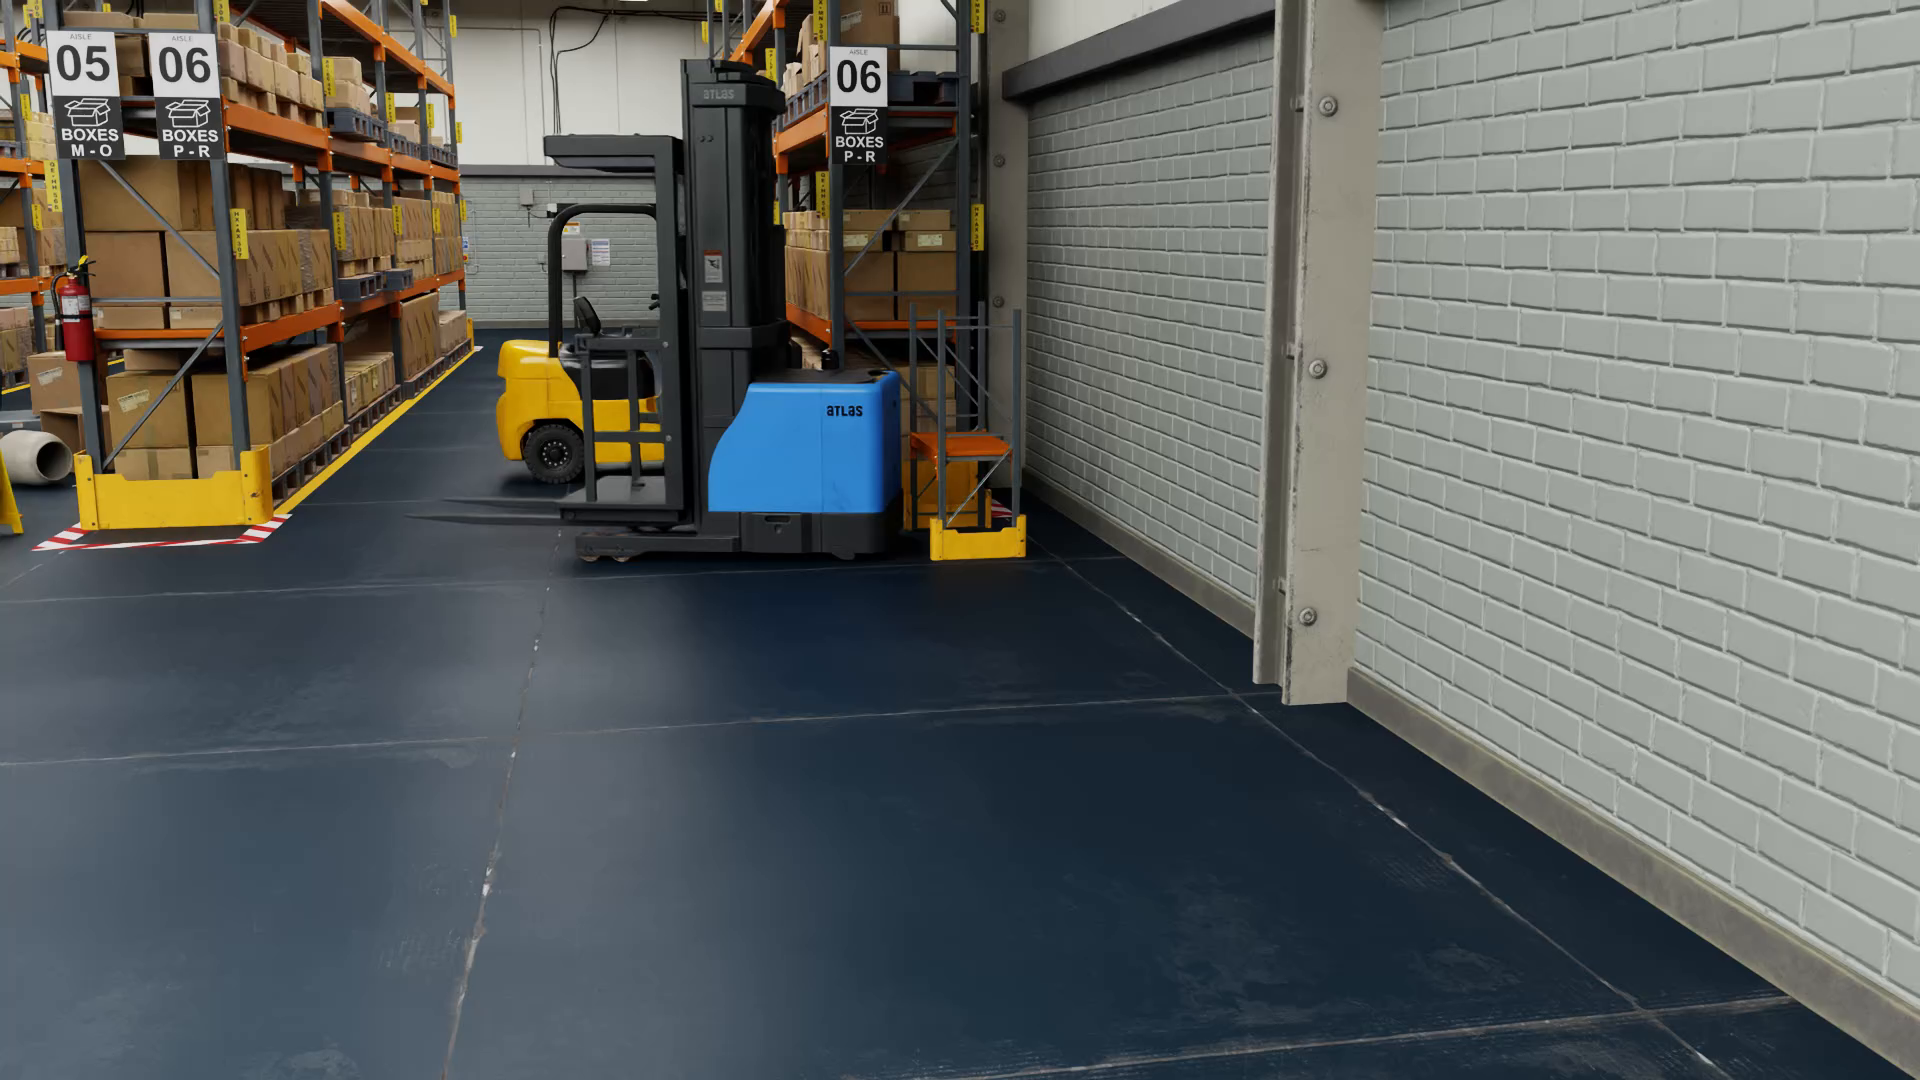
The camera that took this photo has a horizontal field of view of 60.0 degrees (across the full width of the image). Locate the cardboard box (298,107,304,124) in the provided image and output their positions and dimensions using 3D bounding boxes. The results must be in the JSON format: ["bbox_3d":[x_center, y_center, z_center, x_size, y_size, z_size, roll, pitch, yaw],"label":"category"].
[{"bbox_3d":[-5.674,-3.517,13.802,0.380,0.149,0.250,-2,11,-10],"label":"cardboard box"}]

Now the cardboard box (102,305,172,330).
[{"bbox_3d":[-5.576,-1.513,11.295,0.380,0.149,0.250,-2,11,-9],"label":"cardboard box"}]

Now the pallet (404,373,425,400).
[{"bbox_3d":[-6.929,-1.820,19.696,1.003,0.211,1.213,-2,11,-11],"label":"pallet"}]

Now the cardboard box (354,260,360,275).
[{"bbox_3d":[-6.048,-2.649,16.140,0.380,0.149,0.250,-2,11,-10],"label":"cardboard box"}]

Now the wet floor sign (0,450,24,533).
[{"bbox_3d":[-6.306,-0.345,10.785,0.267,0.644,0.232,2,11,9],"label":"wet floor sign"}]

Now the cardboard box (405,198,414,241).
[{"bbox_3d":[-6.897,-3.869,20.058,0.500,0.500,0.500,-2,11,-9],"label":"cardboard box"}]

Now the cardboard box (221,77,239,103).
[{"bbox_3d":[-5.039,-2.998,11.077,0.380,0.149,0.250,-2,11,-11],"label":"cardboard box"}]

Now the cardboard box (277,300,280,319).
[{"bbox_3d":[-5.279,-1.714,12.350,0.380,0.149,0.250,-2,11,-10],"label":"cardboard box"}]

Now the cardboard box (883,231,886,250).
[{"bbox_3d":[-0.390,-2.286,12.682,0.380,0.149,0.250,-2,11,-12],"label":"cardboard box"}]

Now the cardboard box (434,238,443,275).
[{"bbox_3d":[-7.462,-3.921,23.008,0.500,0.500,0.500,-2,11,-9],"label":"cardboard box"}]

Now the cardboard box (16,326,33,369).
[{"bbox_3d":[-12.072,-2.430,21.002,0.500,0.500,0.500,-2,11,-12],"label":"cardboard box"}]

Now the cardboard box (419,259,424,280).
[{"bbox_3d":[-7.115,-3.443,21.164,0.500,0.250,0.500,-2,11,-13],"label":"cardboard box"}]

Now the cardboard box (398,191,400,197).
[{"bbox_3d":[-7.983,-4.779,23.105,0.380,0.149,0.250,-2,11,-11],"label":"cardboard box"}]

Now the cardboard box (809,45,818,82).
[{"bbox_3d":[-0.933,-3.607,12.572,0.396,0.266,0.258,-2,11,-11],"label":"cardboard box"}]

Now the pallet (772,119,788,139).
[{"bbox_3d":[-1.387,-4.031,16.343,0.805,0.209,1.217,-3,11,-13],"label":"pallet"}]

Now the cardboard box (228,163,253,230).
[{"bbox_3d":[-5.859,-2.627,12.740,0.700,0.500,0.500,-2,11,-11],"label":"cardboard box"}]

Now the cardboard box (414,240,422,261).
[{"bbox_3d":[-6.975,-3.597,20.636,0.500,0.250,0.500,-2,11,-10],"label":"cardboard box"}]

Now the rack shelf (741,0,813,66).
[{"bbox_3d":[-1.592,-5.254,17.229,1.077,0.370,4.000,-2,11,-11],"label":"rack shelf"}]

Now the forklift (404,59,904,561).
[{"bbox_3d":[-1.910,-1.409,10.259,3.031,2.935,1.130,1,11,5],"label":"forklift"}]

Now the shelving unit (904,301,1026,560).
[{"bbox_3d":[0.015,-0.723,10.483,0.587,1.500,1.083,-2,11,-11],"label":"shelving unit"}]

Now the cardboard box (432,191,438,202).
[{"bbox_3d":[-7.579,-4.842,23.439,0.380,0.149,0.250,-2,11,-11],"label":"cardboard box"}]

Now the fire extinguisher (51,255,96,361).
[{"bbox_3d":[-5.723,-1.500,10.761,0.296,0.674,0.183,-2,11,-11],"label":"fire extinguisher"}]

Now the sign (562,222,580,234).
[{"bbox_3d":[-7.530,-6.035,32.171,0.339,0.242,0.001,-2,11,-11],"label":"sign"}]

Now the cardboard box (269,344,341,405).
[{"bbox_3d":[-5.693,-1.434,14.435,0.500,0.500,0.500,-2,11,-12],"label":"cardboard box"}]

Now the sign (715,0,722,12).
[{"bbox_3d":[-3.295,-7.386,22.726,0.100,0.325,0.005,-2,11,-11],"label":"sign"}]

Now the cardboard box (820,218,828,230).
[{"bbox_3d":[-0.857,-2.420,12.590,0.380,0.149,0.250,-2,11,-10],"label":"cardboard box"}]

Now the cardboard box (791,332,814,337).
[{"bbox_3d":[-1.607,-1.906,17.915,0.875,0.625,0.625,-3,11,-13],"label":"cardboard box"}]

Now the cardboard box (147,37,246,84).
[{"bbox_3d":[-5.130,-3.223,11.193,0.500,0.250,0.500,-2,11,-12],"label":"cardboard box"}]

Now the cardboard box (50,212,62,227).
[{"bbox_3d":[-12.427,-4.450,22.319,0.500,0.500,0.500,-2,11,-13],"label":"cardboard box"}]

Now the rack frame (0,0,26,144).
[{"bbox_3d":[-12.463,-6.525,20.911,1.000,3.000,0.127,-2,11,-11],"label":"rack frame"}]

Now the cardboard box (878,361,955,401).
[{"bbox_3d":[-0.333,-1.199,12.528,0.500,0.250,0.500,-2,11,-12],"label":"cardboard box"}]

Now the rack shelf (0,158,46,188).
[{"bbox_3d":[-12.852,-5.065,23.186,1.077,0.370,4.000,-2,11,-11],"label":"rack shelf"}]

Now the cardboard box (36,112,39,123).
[{"bbox_3d":[-12.407,-5.576,21.948,0.380,0.149,0.250,-2,11,-12],"label":"cardboard box"}]

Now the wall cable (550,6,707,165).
[{"bbox_3d":[-6.310,-8.630,31.870,2.988,3.039,0.133,-2,11,-11],"label":"wall cable"}]

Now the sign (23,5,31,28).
[{"bbox_3d":[-13.773,-7.737,24.567,0.100,0.325,0.005,-2,11,-11],"label":"sign"}]

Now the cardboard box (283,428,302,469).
[{"bbox_3d":[-5.271,-0.683,12.493,0.500,0.250,0.500,-2,11,-9],"label":"cardboard box"}]

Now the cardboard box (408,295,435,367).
[{"bbox_3d":[-7.245,-2.663,21.224,0.875,0.875,0.875,-2,11,-9],"label":"cardboard box"}]

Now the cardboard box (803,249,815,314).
[{"bbox_3d":[-0.970,-2.076,13.314,0.500,0.500,0.500,-2,11,-12],"label":"cardboard box"}]

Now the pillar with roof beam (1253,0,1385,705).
[{"bbox_3d":[-2.732,-3.607,5.582,9.100,9.000,0.400,-2,11,-11],"label":"pillar with roof beam"}]

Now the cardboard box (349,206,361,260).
[{"bbox_3d":[-5.979,-2.899,15.719,0.500,0.500,0.500,-2,11,-11],"label":"cardboard box"}]

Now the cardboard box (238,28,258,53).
[{"bbox_3d":[-5.191,-3.533,11.751,0.380,0.149,0.250,-2,11,-11],"label":"cardboard box"}]

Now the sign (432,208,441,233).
[{"bbox_3d":[-7.097,-4.328,22.527,0.100,0.325,0.005,-2,11,-11],"label":"sign"}]

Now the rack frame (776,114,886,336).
[{"bbox_3d":[-1.203,-2.490,15.758,1.000,3.000,0.127,-2,11,-11],"label":"rack frame"}]

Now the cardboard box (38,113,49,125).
[{"bbox_3d":[-12.412,-5.626,22.207,0.380,0.149,0.250,-2,11,-13],"label":"cardboard box"}]

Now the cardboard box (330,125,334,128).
[{"bbox_3d":[-6.524,-4.288,16.906,0.797,0.503,0.637,-2,11,-11],"label":"cardboard box"}]

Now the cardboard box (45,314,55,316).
[{"bbox_3d":[-13.472,-3.301,24.928,0.380,0.149,0.250,-3,11,-14],"label":"cardboard box"}]

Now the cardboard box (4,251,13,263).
[{"bbox_3d":[-12.140,-3.548,20.861,0.380,0.149,0.250,-2,11,-11],"label":"cardboard box"}]

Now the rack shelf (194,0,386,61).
[{"bbox_3d":[-6.460,-5.073,16.277,1.077,0.370,4.000,-2,11,-11],"label":"rack shelf"}]

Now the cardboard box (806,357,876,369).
[{"bbox_3d":[-0.926,-1.270,12.903,0.500,0.250,0.500,-2,11,-10],"label":"cardboard box"}]

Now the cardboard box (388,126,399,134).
[{"bbox_3d":[-7.112,-5.000,20.424,0.380,0.166,0.250,-1,11,-6],"label":"cardboard box"}]

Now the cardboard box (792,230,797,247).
[{"bbox_3d":[-1.244,-2.600,14.331,0.380,0.149,0.250,-2,11,-12],"label":"cardboard box"}]

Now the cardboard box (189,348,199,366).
[{"bbox_3d":[-5.888,-1.367,12.345,0.380,0.149,0.250,-2,11,-10],"label":"cardboard box"}]

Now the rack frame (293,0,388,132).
[{"bbox_3d":[-6.849,-5.990,18.100,1.000,3.000,0.127,-2,11,-11],"label":"rack frame"}]

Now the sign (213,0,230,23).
[{"bbox_3d":[-4.761,-3.498,10.694,0.100,0.325,0.005,-2,11,-11],"label":"sign"}]

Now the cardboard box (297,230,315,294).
[{"bbox_3d":[-5.529,-2.243,13.395,0.500,0.500,0.500,-2,11,-9],"label":"cardboard box"}]

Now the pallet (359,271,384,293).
[{"bbox_3d":[-6.424,-2.587,16.779,1.003,0.211,1.213,-2,11,-11],"label":"pallet"}]

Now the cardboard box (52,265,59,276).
[{"bbox_3d":[-12.471,-3.660,22.576,0.380,0.149,0.250,-3,11,-14],"label":"cardboard box"}]

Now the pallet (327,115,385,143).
[{"bbox_3d":[-6.291,-3.998,16.158,1.213,0.211,1.003,-2,11,-11],"label":"pallet"}]
